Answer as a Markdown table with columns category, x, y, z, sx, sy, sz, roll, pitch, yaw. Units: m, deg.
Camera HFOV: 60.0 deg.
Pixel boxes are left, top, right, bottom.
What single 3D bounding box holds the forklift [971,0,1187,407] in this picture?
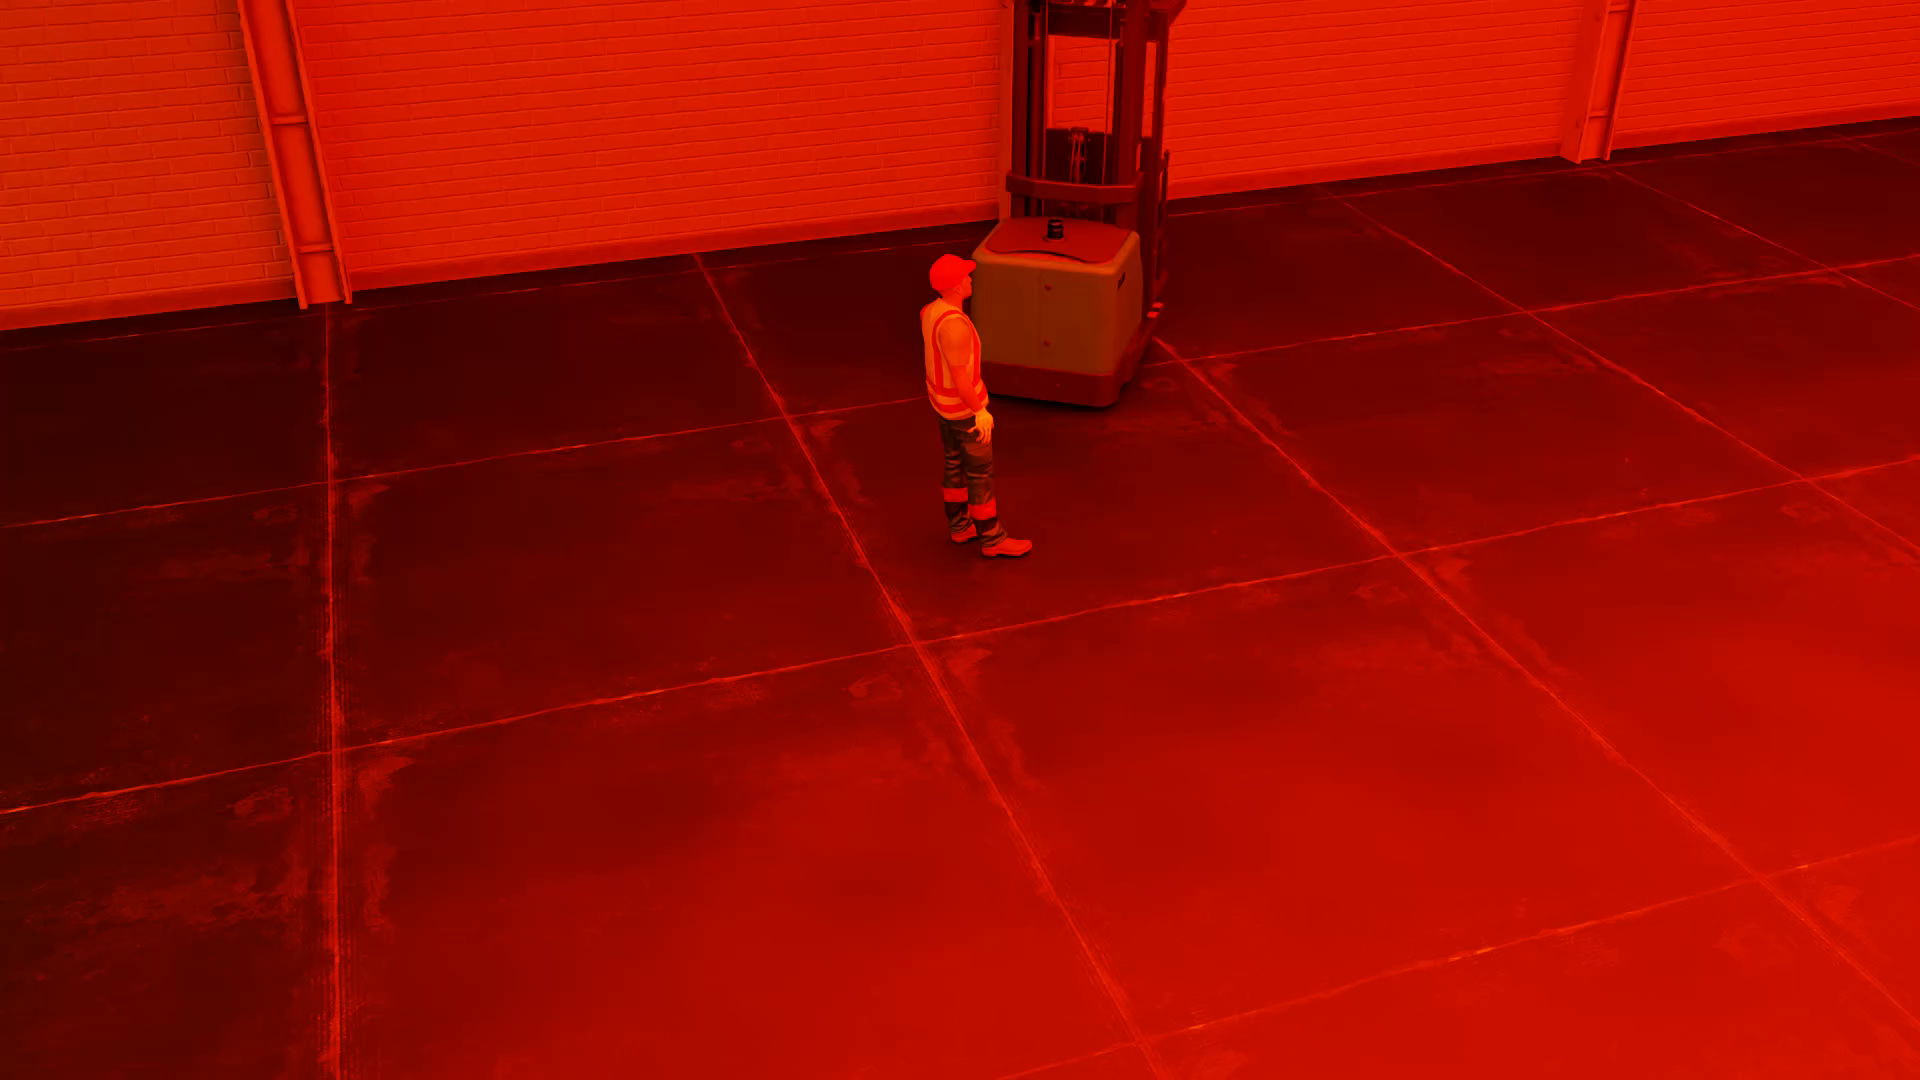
| category | x | y | z | sx | sy | sz | roll | pitch | yaw |
| --- | --- | --- | --- | --- | --- | --- | --- | --- | --- |
| forklift | 0.978 | -2.910 | 12.145 | 1.130 | 2.935 | 3.031 | 9 | 31 | 15 |

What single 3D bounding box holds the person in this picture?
| category | x | y | z | sx | sy | sz | roll | pitch | yaw |
| --- | --- | --- | --- | --- | --- | --- | --- | --- | --- |
| person | 0.080 | -0.789 | 9.588 | 0.563 | 1.788 | 0.638 | -10 | 31 | -16 |
